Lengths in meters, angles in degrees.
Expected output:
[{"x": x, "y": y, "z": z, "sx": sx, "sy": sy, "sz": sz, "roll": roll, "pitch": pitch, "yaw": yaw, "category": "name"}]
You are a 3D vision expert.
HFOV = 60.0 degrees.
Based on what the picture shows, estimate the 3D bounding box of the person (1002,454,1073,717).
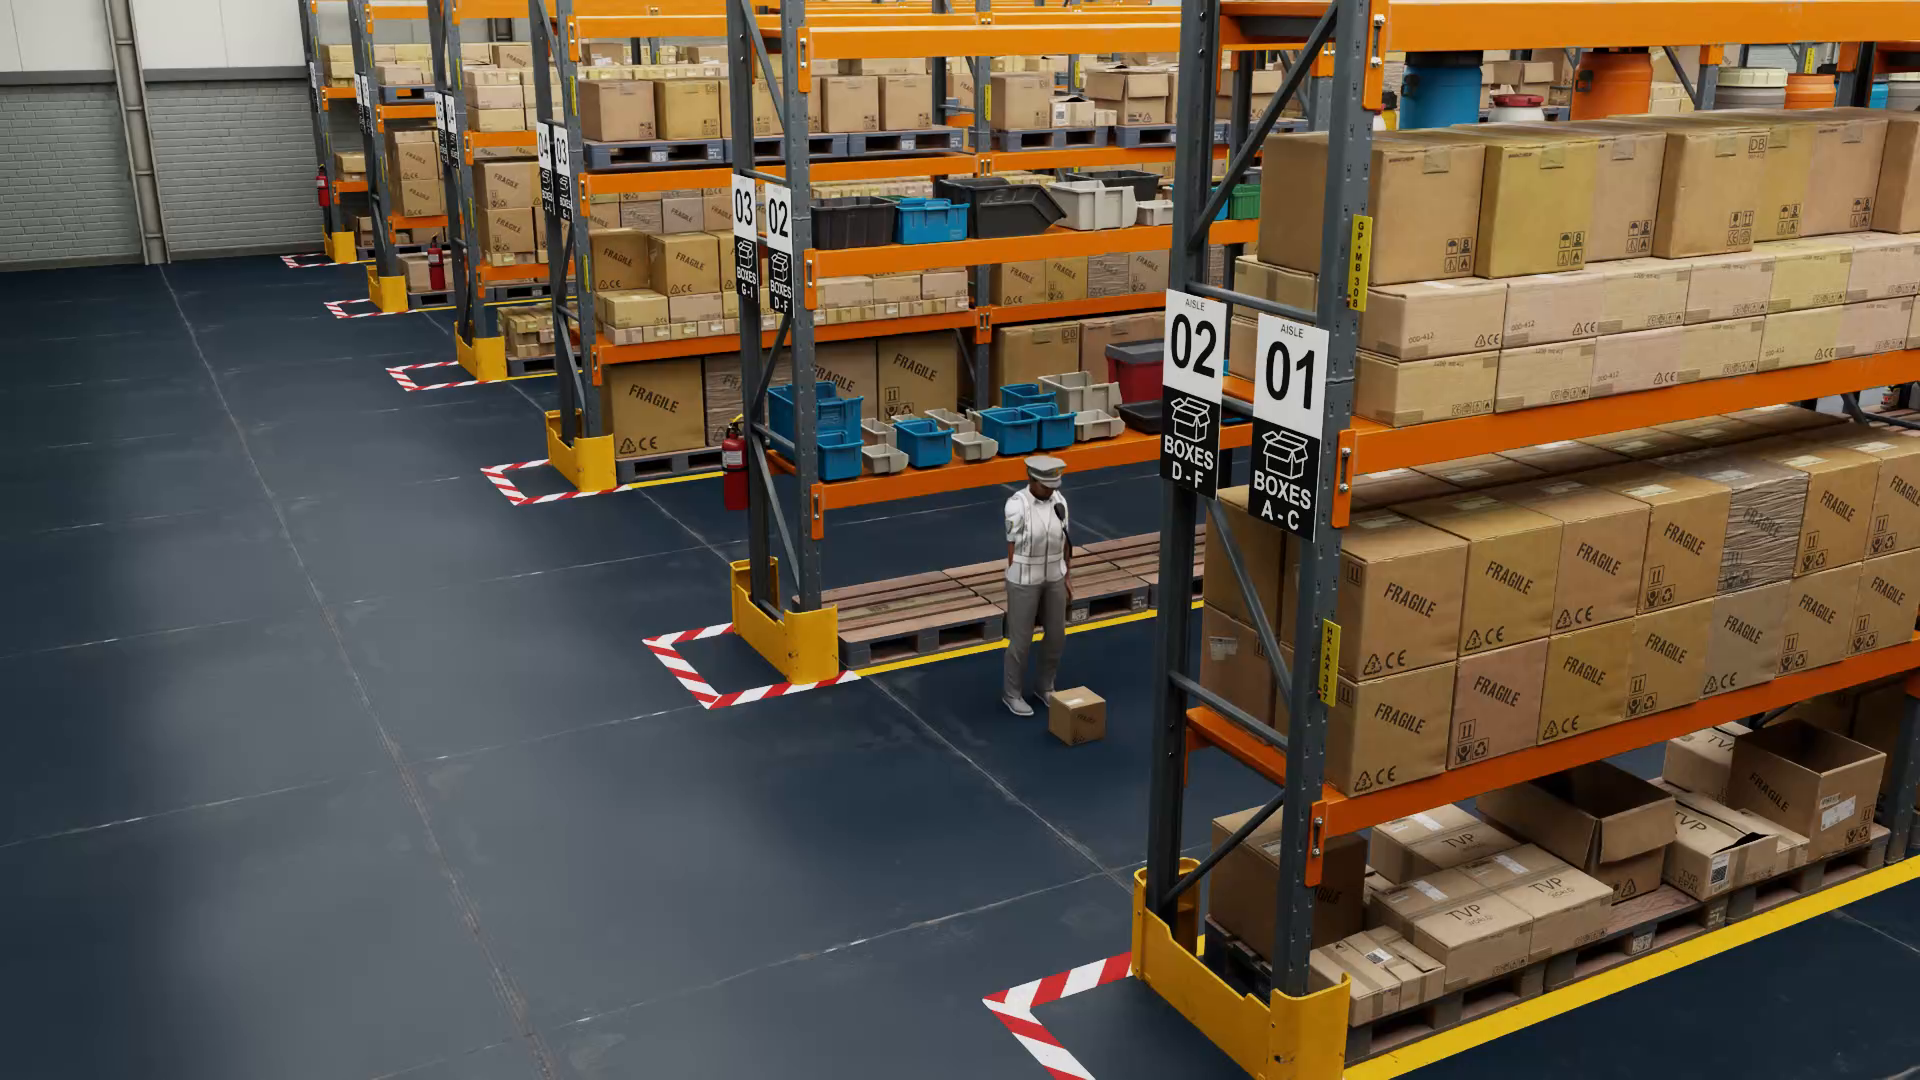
[{"x": 0.491, "y": 0.272, "z": 10.369, "sx": 0.441, "sy": 1.652, "sz": 0.338, "roll": -9, "pitch": 20, "yaw": -26, "category": "person"}]
